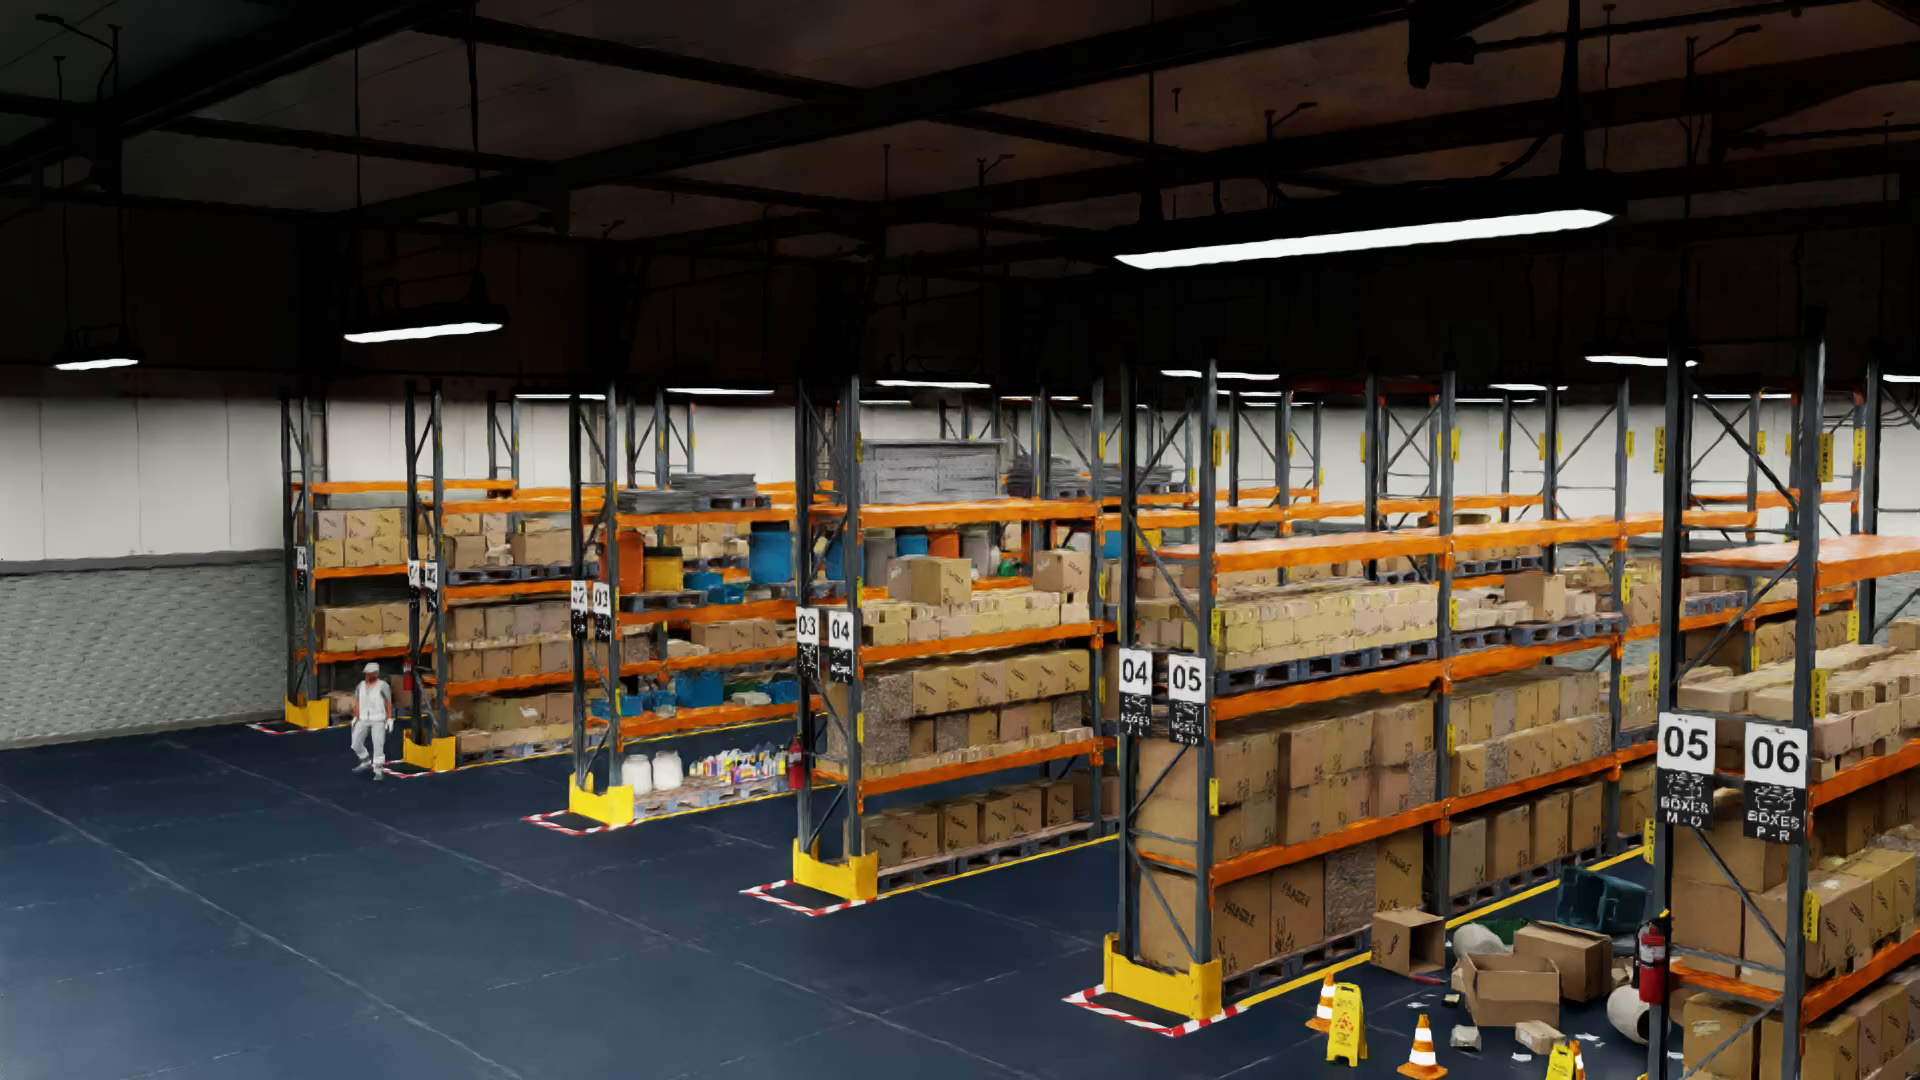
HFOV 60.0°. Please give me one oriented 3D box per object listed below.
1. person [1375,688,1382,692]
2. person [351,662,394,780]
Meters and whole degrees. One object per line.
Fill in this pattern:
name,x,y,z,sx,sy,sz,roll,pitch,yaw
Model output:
person,5.843,2.832,23.387,0.448,1.652,0.573,1,4,22
person,-8.814,2.684,24.847,0.717,1.777,0.531,0,4,7
